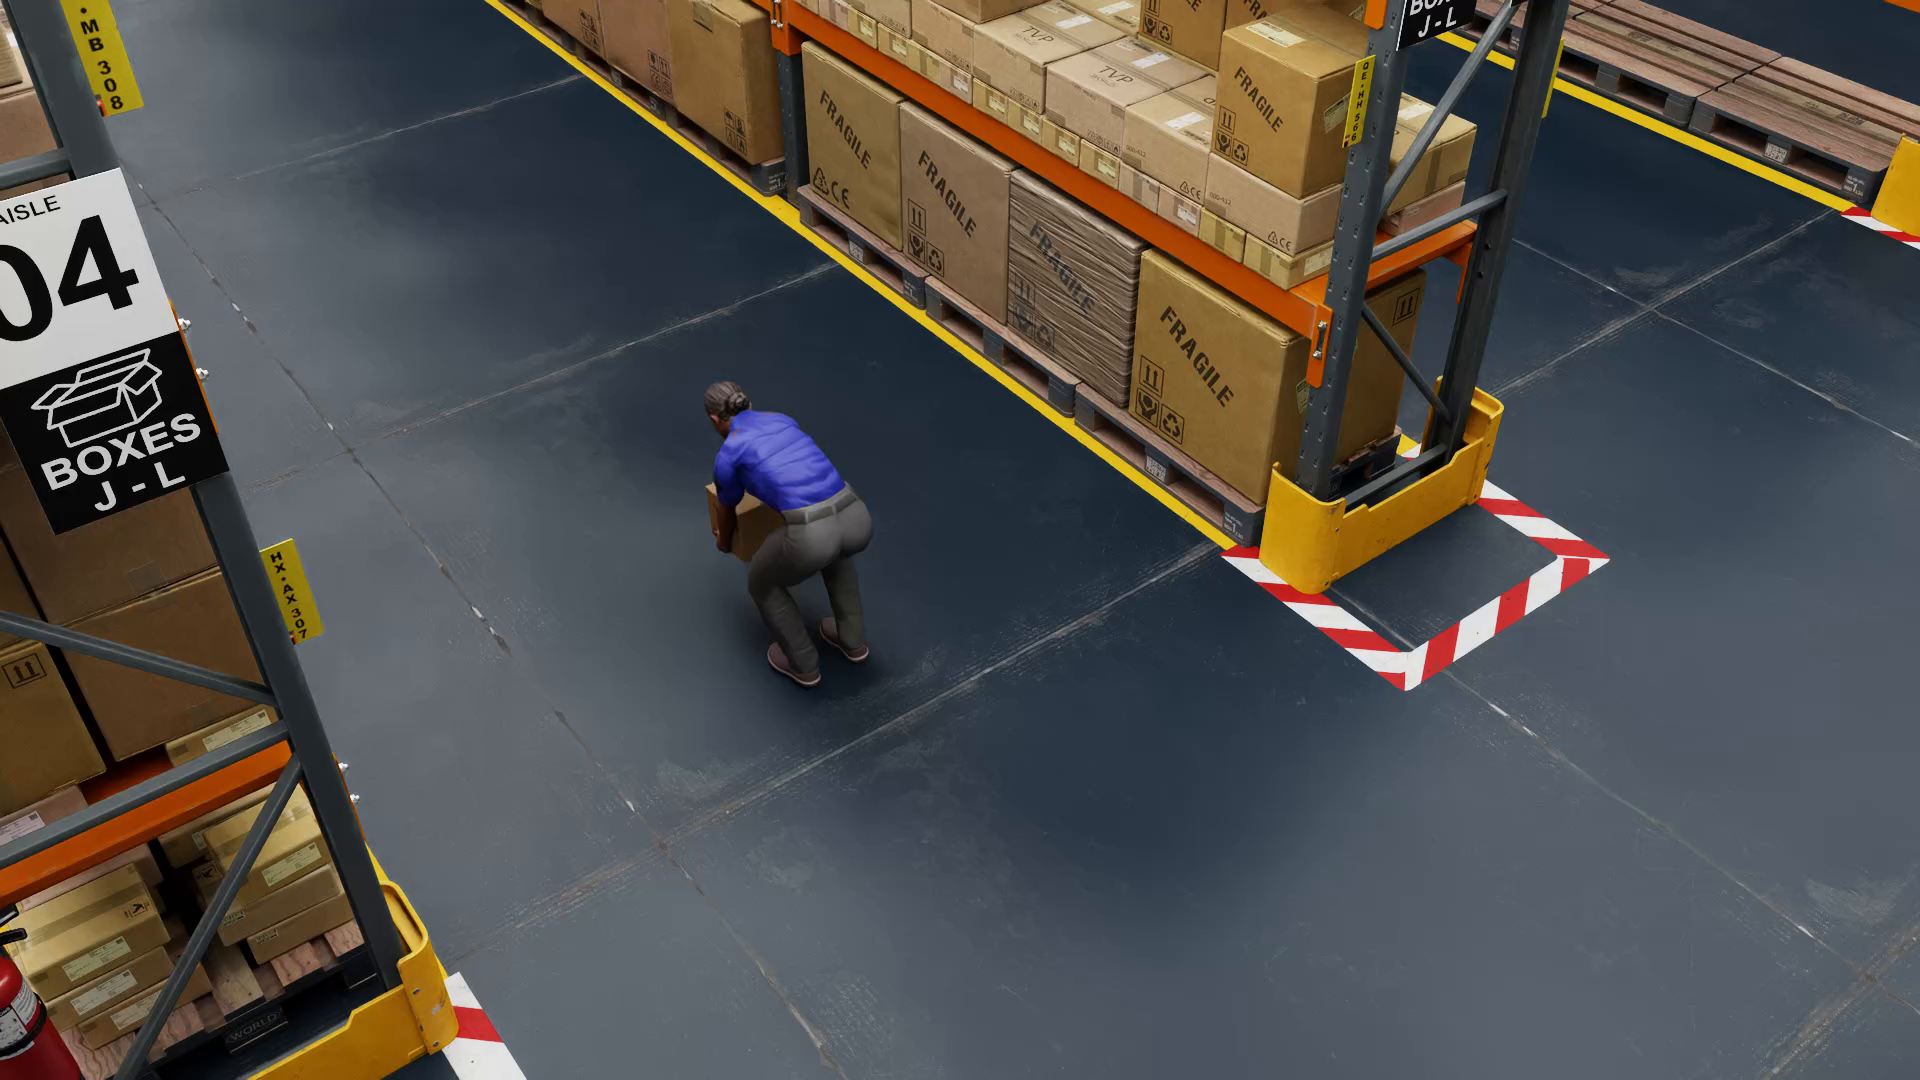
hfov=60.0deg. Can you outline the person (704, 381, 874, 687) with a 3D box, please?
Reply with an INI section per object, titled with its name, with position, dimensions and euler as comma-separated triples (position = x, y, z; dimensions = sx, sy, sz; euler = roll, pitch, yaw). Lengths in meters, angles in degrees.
[person]
position = -0.694, -0.024, 6.618
dimensions = 0.450, 1.105, 0.851
euler = -29, 48, -29
